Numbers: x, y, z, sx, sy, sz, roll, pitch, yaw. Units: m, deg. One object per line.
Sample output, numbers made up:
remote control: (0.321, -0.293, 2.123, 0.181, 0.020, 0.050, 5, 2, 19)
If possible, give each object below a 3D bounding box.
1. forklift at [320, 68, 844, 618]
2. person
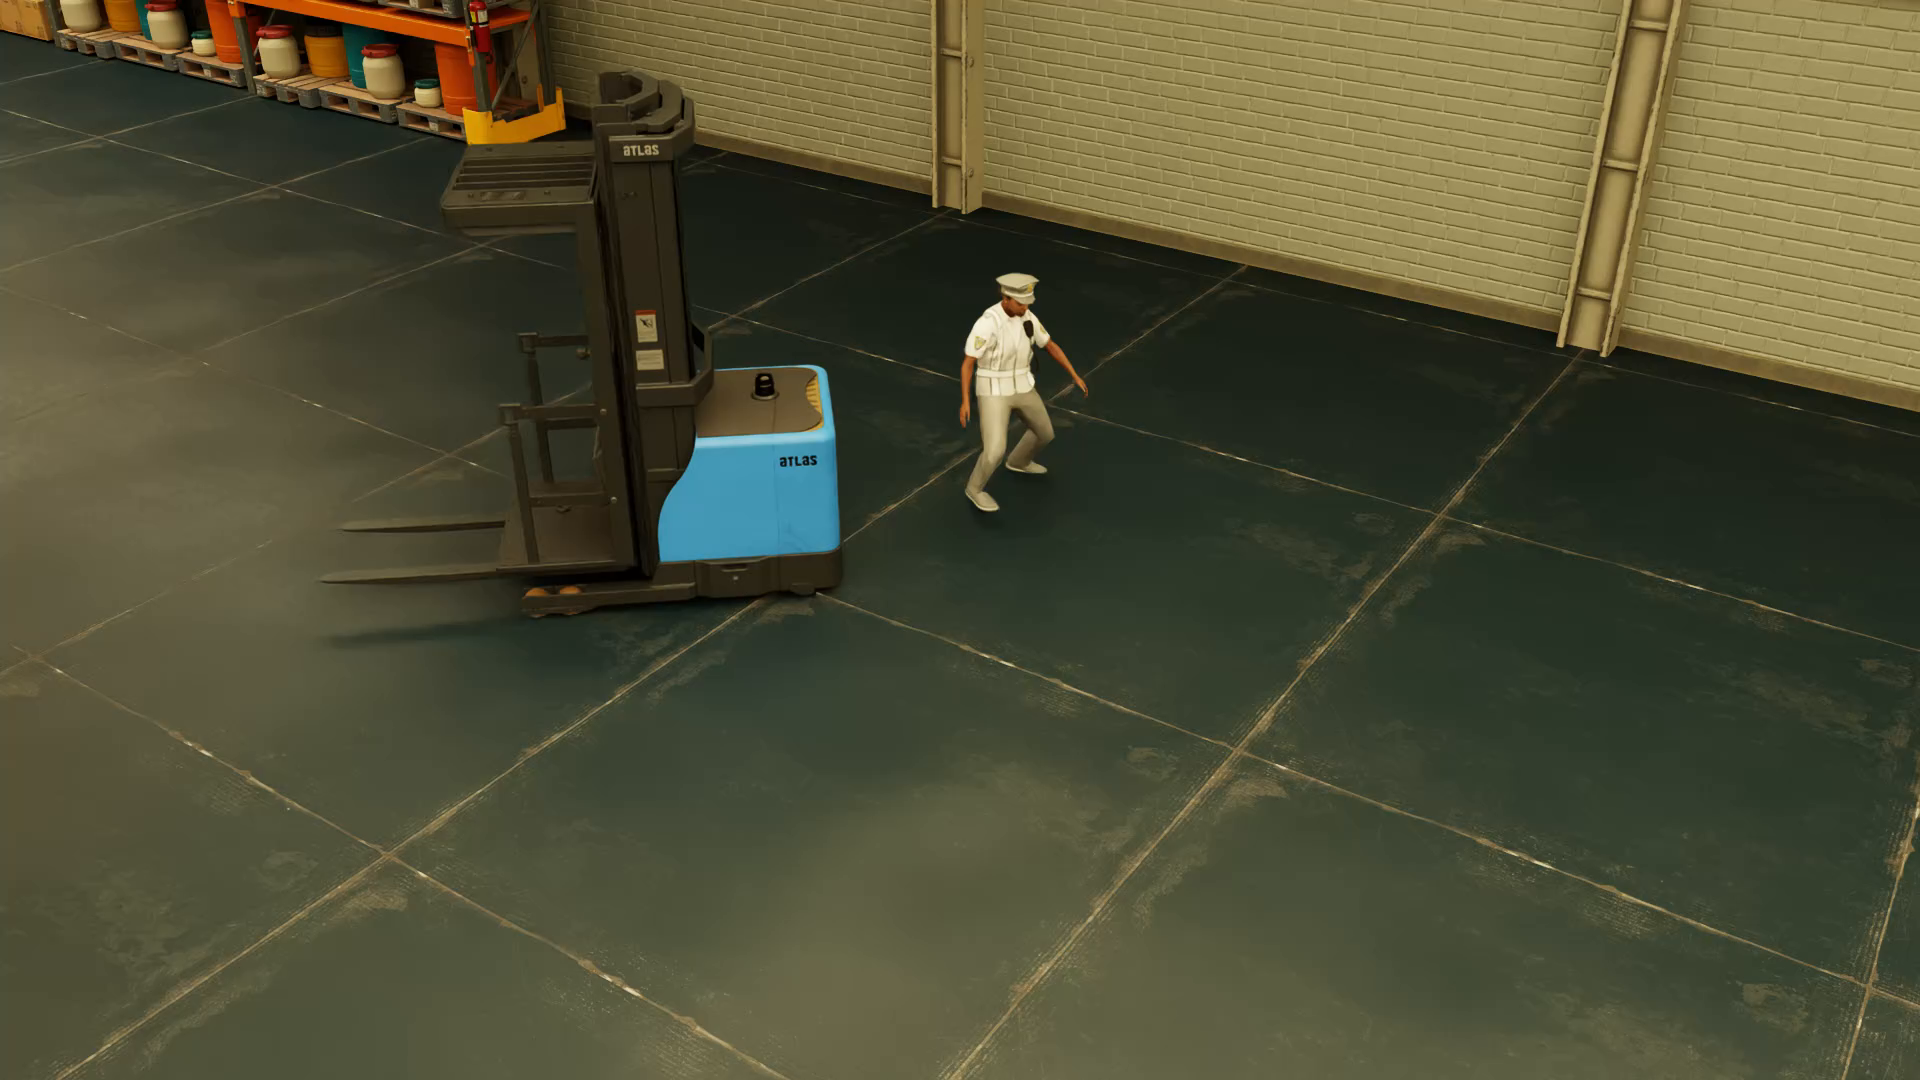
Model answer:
forklift: (-2.253, -1.096, 9.469, 3.031, 2.935, 1.130, -4, 30, -6)
person: (0.346, -0.961, 10.668, 0.877, 1.546, 0.654, -17, 34, -27)
